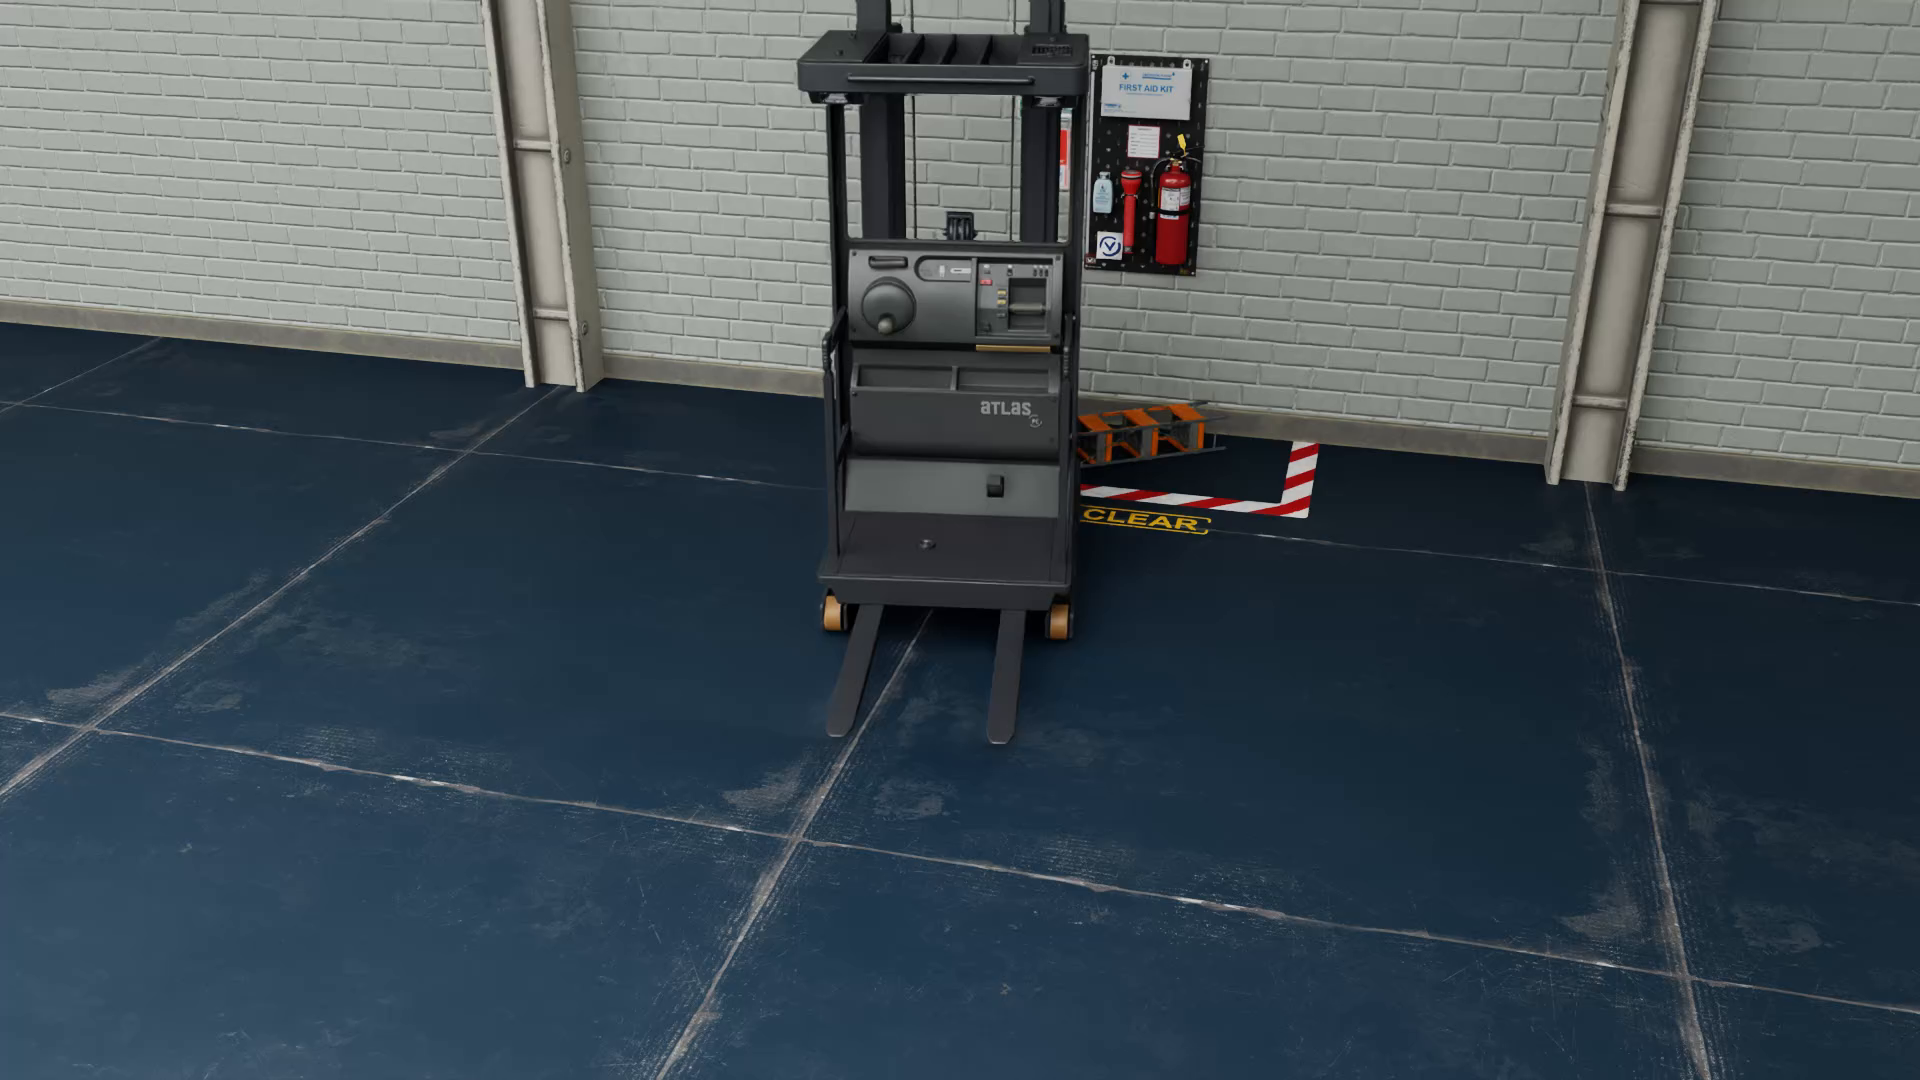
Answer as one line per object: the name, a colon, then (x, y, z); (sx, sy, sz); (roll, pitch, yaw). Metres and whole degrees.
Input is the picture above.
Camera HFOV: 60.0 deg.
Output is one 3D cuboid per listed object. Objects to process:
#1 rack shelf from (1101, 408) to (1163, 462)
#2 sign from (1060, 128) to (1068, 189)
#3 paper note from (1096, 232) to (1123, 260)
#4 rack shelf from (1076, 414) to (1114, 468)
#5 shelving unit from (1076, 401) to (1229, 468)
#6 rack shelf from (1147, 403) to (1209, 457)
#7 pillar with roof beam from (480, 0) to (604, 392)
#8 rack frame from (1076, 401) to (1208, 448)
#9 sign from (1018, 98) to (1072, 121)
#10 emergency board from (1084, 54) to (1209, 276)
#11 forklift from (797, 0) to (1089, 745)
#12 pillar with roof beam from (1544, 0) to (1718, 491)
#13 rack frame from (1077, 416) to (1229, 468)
rack shelf: (0.942, -0.577, 9.189); (0.259, 0.215, 0.240); (-8, 27, -19)
sign: (0.473, -2.097, 9.124); (0.234, 0.329, 0.001); (6, 26, 13)
paper note: (0.829, -1.629, 9.207); (0.142, 0.148, 0.016); (6, 26, 13)
rack shelf: (0.682, -0.541, 9.098); (0.259, 0.215, 0.240); (-8, 27, -19)
shelving unit: (0.952, -0.578, 9.192); (1.050, 0.215, 0.252); (-8, 27, -19)
rack shelf: (1.208, -0.614, 9.281); (0.259, 0.215, 0.240); (-8, 27, -19)
pillar with roof beam: (-3.516, -3.257, 4.623); (0.400, 9.000, 9.100); (6, 26, 13)
rack frame: (0.909, -0.628, 9.295); (1.050, 0.200, 0.008); (-8, 27, -19)
sign: (0.475, -2.332, 9.001); (0.331, 0.109, 0.001); (6, 26, 13)
emergency board: (0.983, -1.979, 8.917); (0.643, 1.169, 0.194); (6, 26, 13)
forklift: (-0.036, -1.029, 7.002); (1.130, 2.935, 3.031); (2, 26, 4)
pillar with roof beam: (2.295, -2.615, 3.274); (0.400, 9.000, 9.100); (6, 26, 13)
rack frame: (0.995, -0.529, 9.089); (1.050, 0.200, 0.008); (-8, 27, -19)
